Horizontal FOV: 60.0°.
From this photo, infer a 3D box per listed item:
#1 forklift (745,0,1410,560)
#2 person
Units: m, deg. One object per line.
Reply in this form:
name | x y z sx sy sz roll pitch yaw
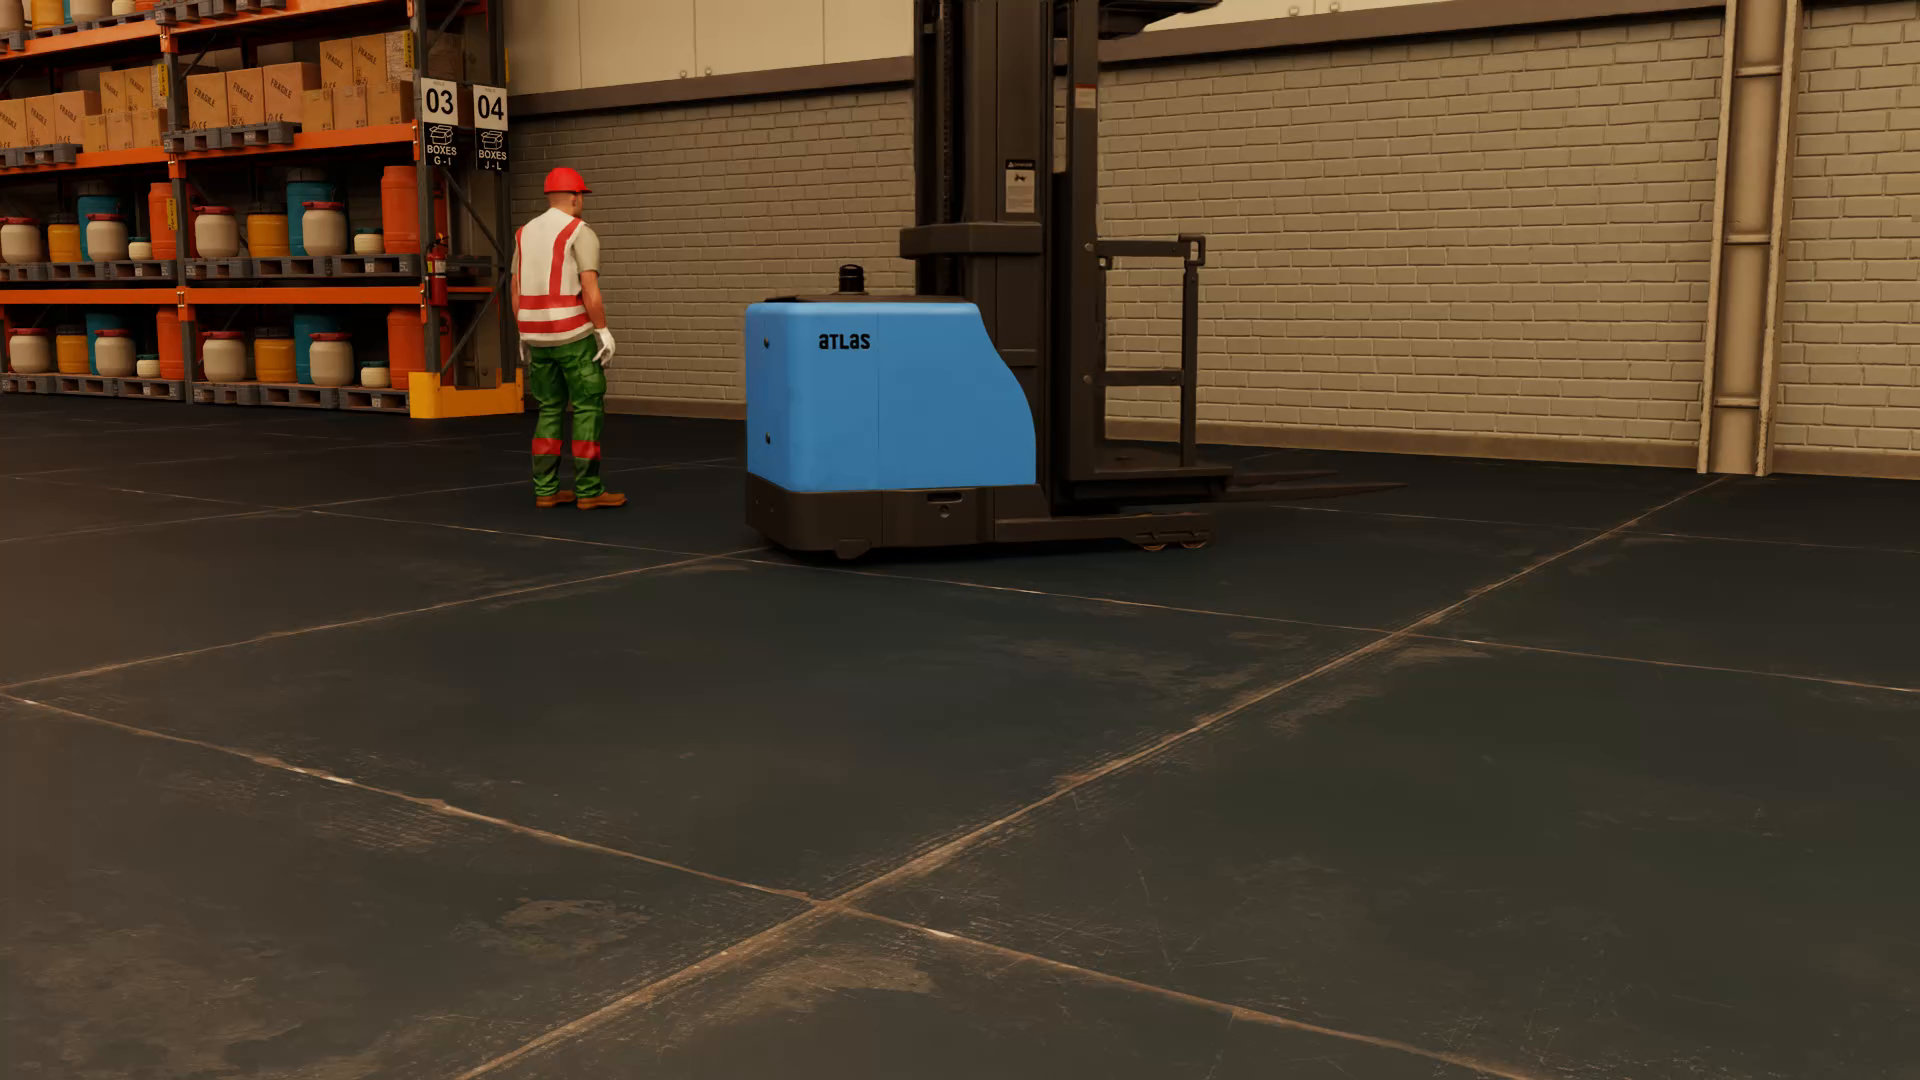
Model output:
forklift | 0.589 -1.468 7.518 3.031 2.935 1.130 -3 9 -18
person | -2.074 -1.059 8.747 0.623 1.777 0.450 4 9 29
